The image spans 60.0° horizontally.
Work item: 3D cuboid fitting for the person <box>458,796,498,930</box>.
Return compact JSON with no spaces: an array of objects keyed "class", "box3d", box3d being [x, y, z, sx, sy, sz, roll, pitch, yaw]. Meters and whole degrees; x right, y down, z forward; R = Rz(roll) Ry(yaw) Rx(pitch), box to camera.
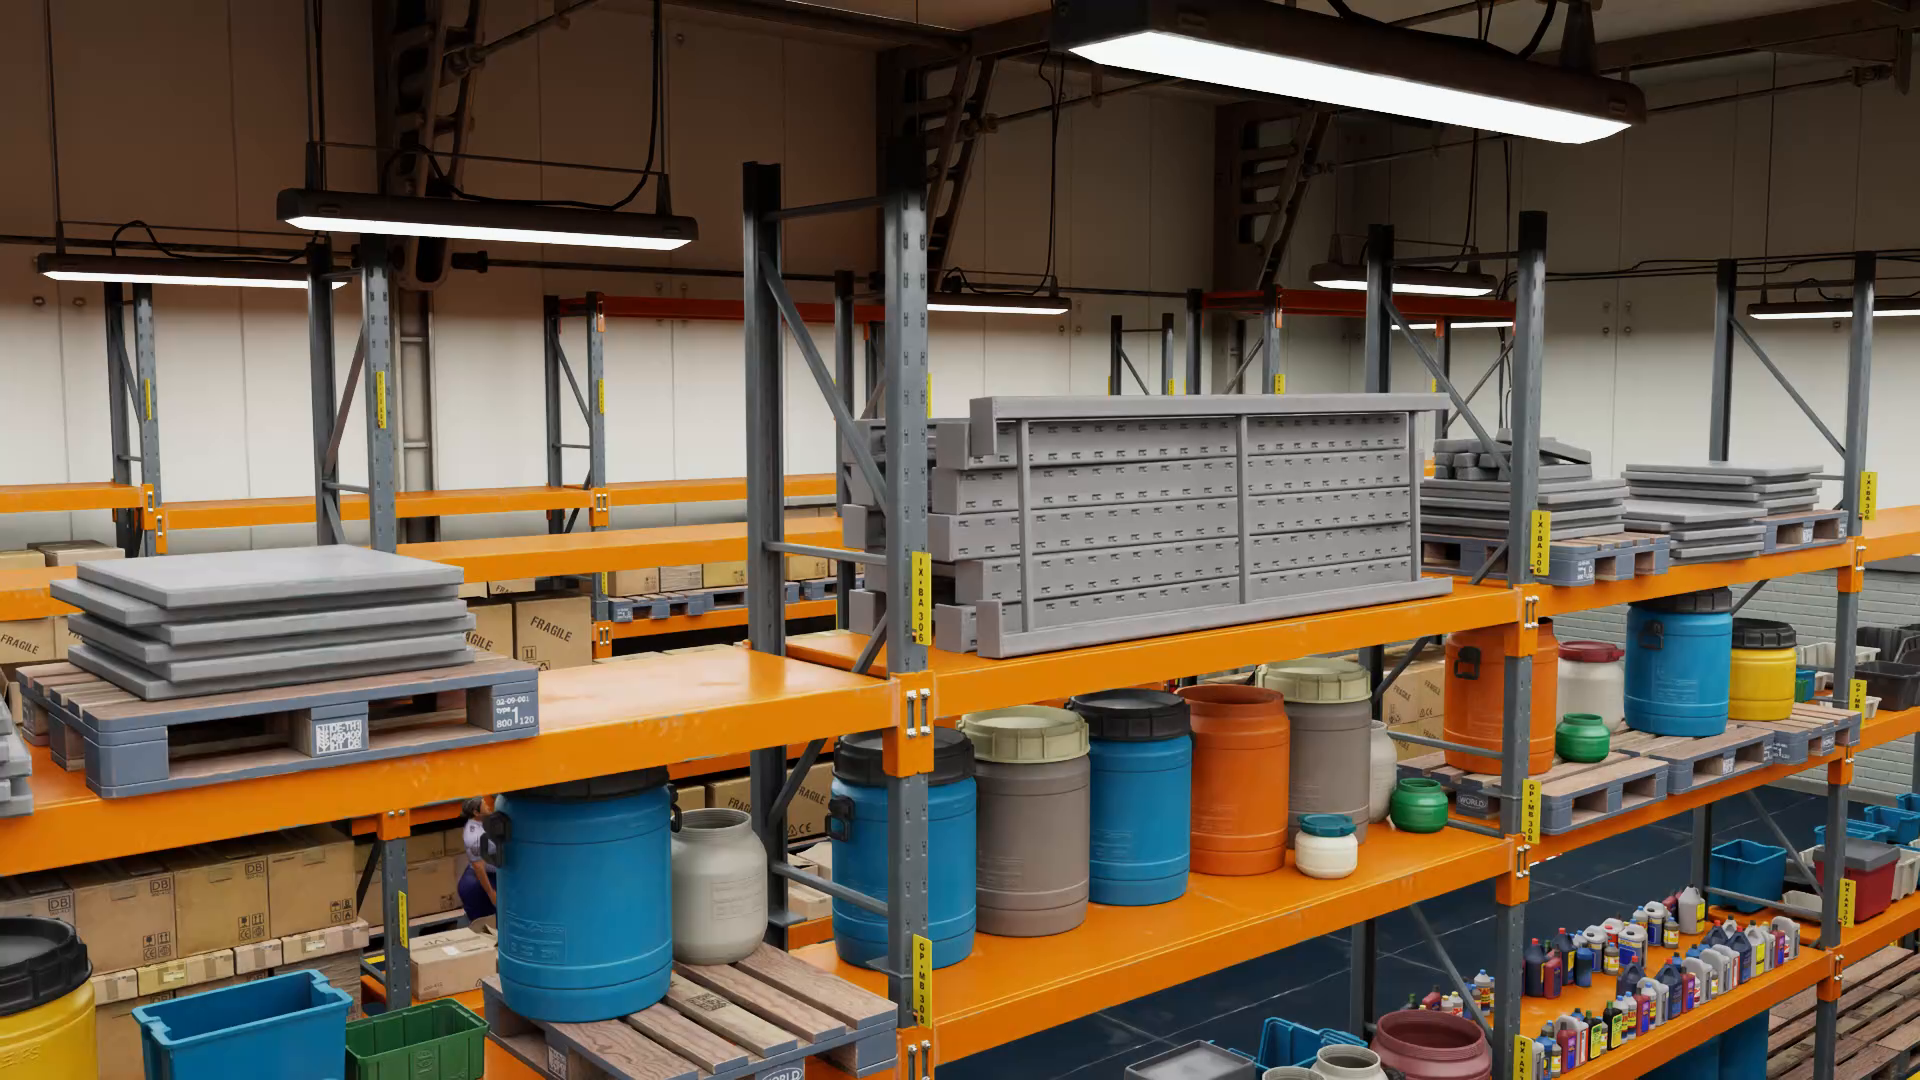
[{"class":"person","box3d":[-4.078,2.973,14.221,0.454,1.643,0.480,0,6,-1]}]
